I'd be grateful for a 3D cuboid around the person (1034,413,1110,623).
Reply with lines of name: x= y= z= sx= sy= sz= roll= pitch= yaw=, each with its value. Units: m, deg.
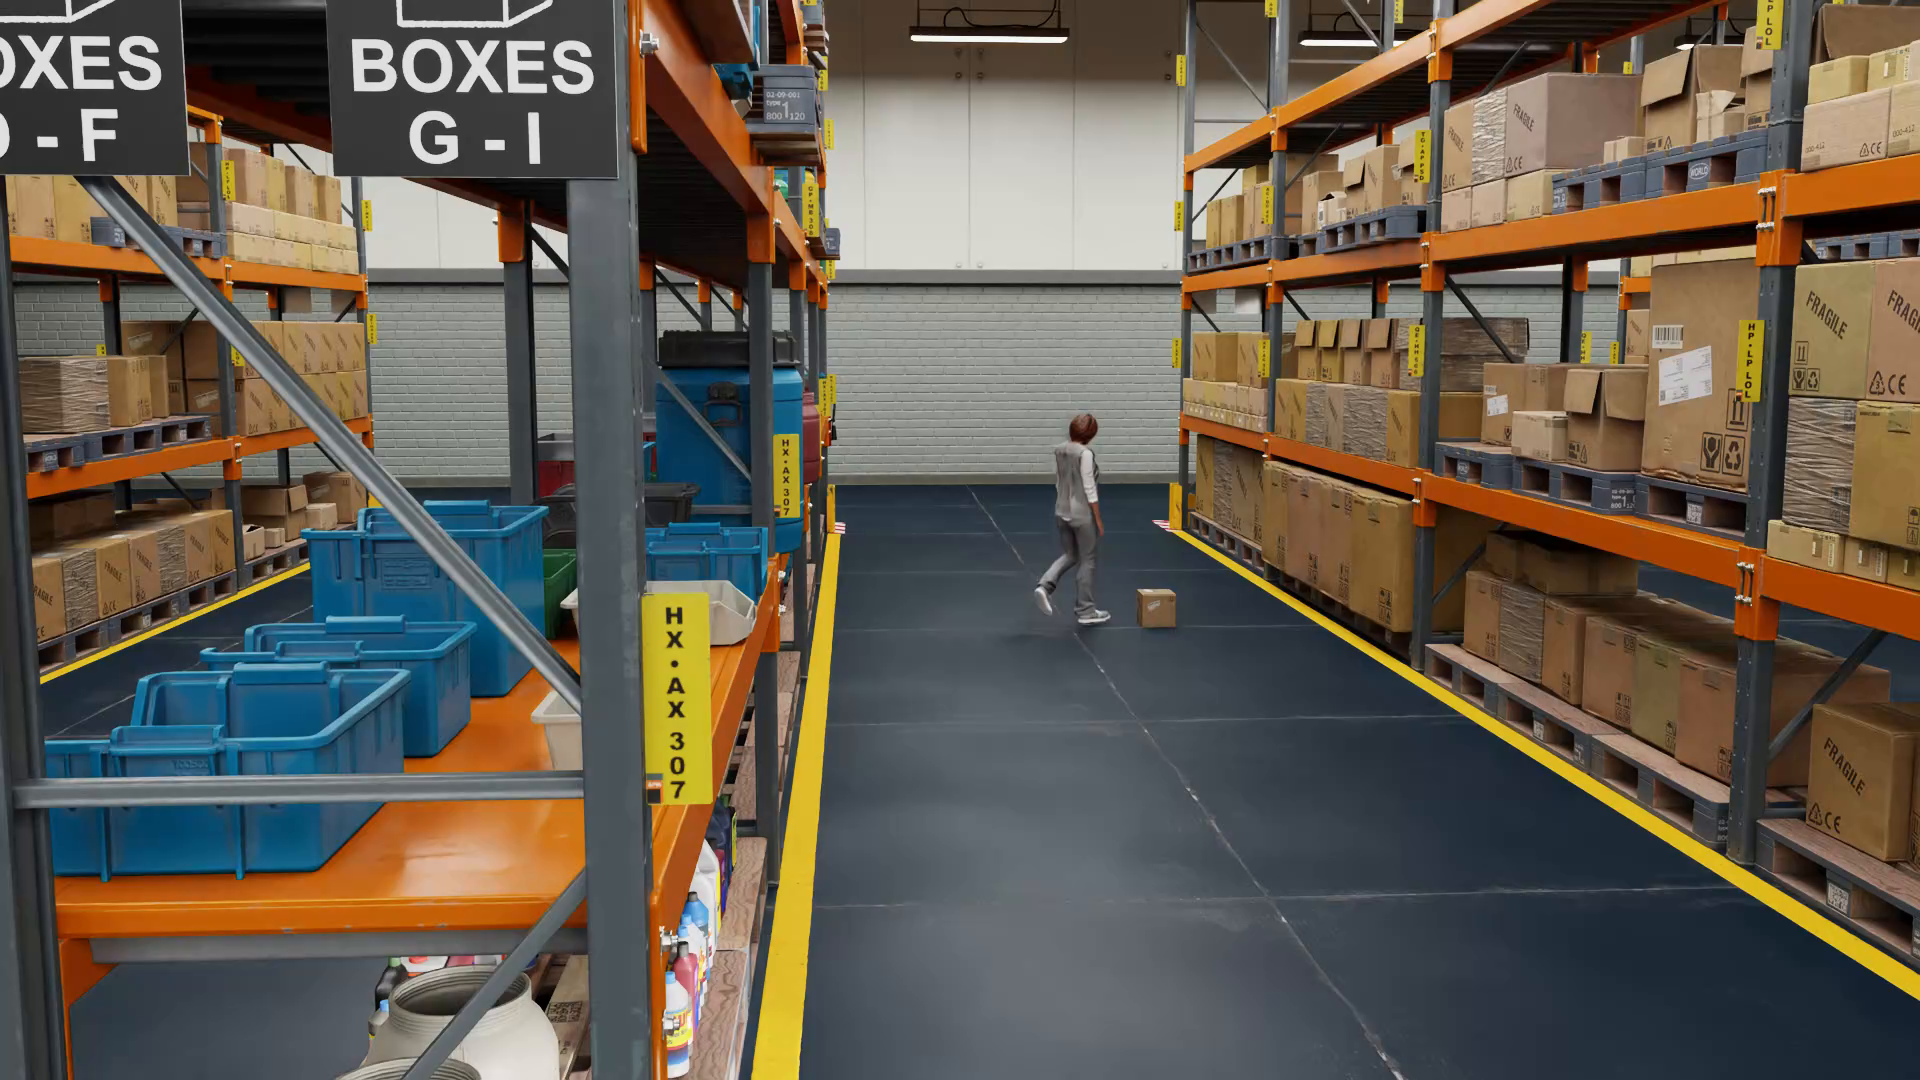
person: x=0.853 y=-0.157 z=12.467 sx=0.580 sy=1.570 sz=0.447 roll=-5 pitch=9 yaw=-35
